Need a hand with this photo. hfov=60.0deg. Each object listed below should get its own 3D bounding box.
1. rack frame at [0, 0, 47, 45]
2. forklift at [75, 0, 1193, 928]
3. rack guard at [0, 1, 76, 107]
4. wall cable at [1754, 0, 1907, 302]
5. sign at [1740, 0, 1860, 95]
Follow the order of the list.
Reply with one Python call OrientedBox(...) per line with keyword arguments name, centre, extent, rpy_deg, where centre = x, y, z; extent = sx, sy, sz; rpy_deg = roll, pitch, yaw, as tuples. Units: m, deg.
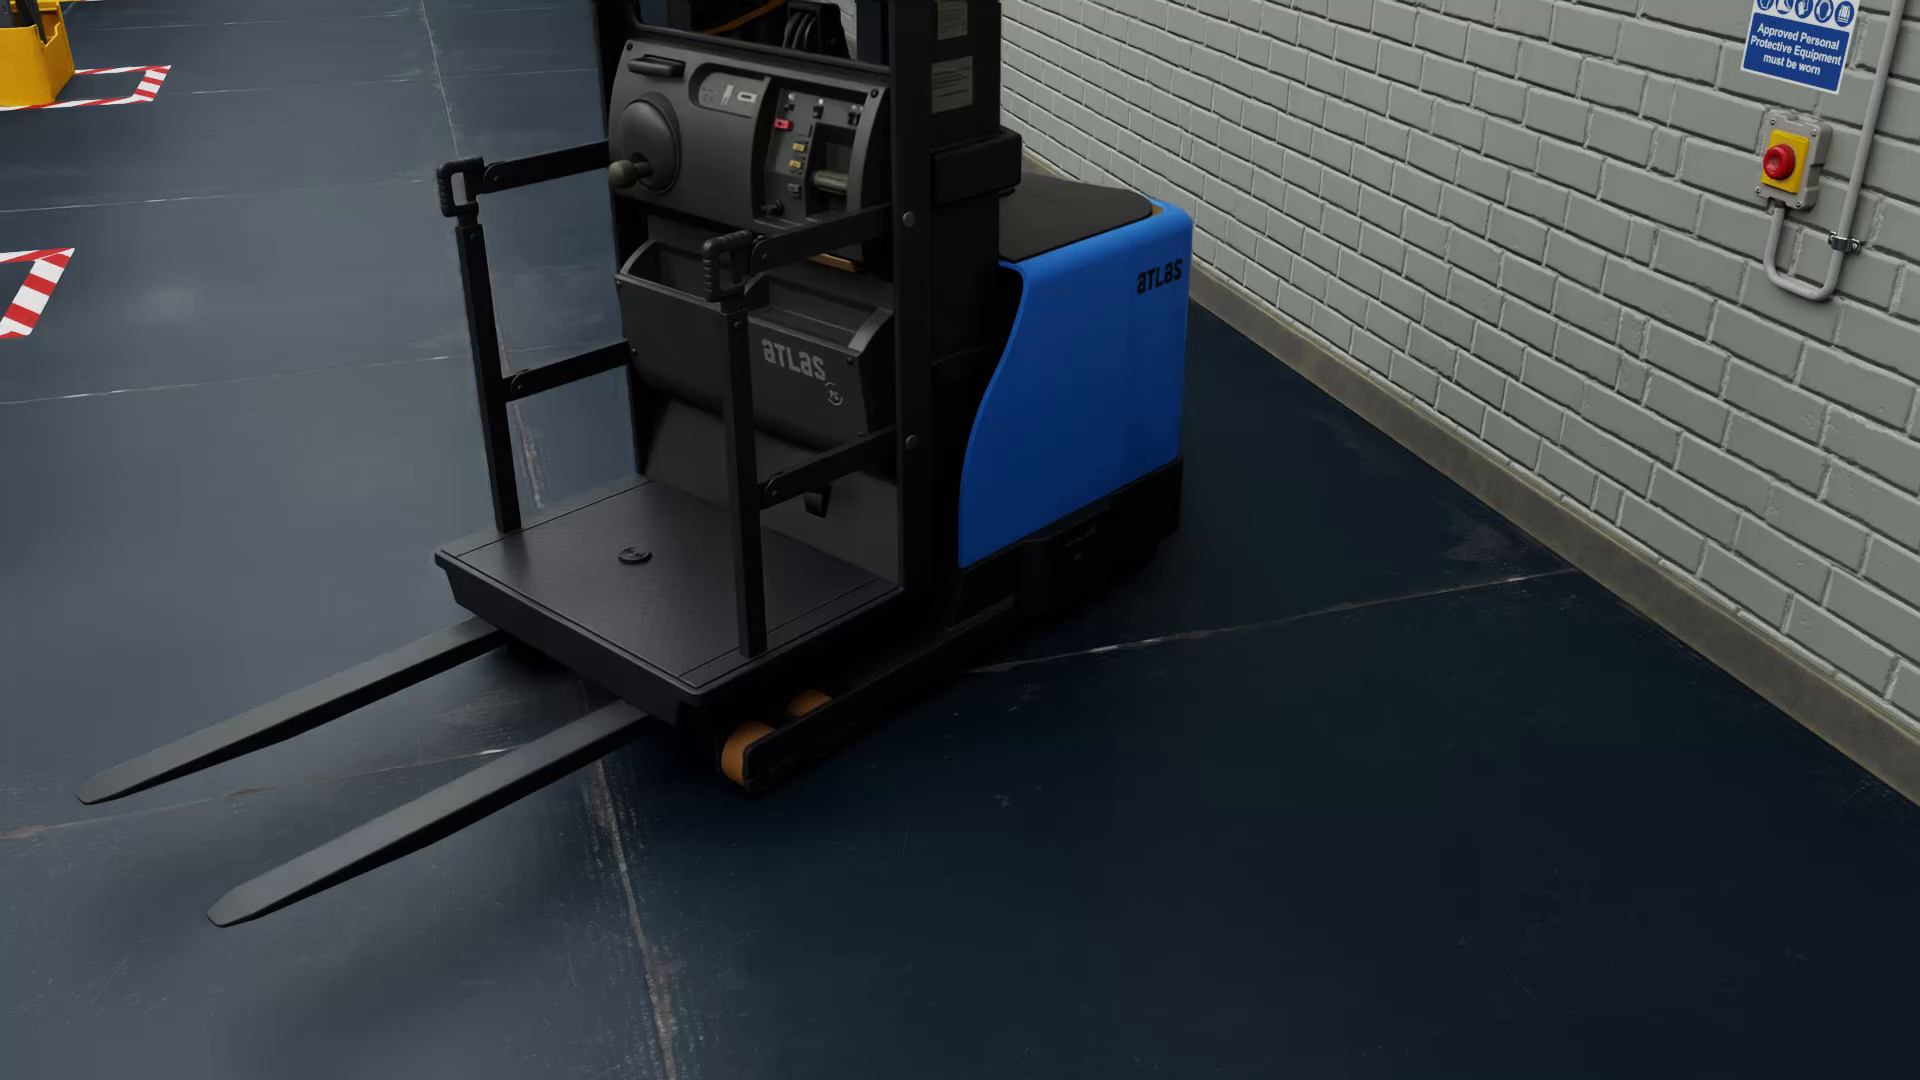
OrientedBox(name="rack frame", centre=(-6.436, -4.475, 10.890), extent=(0.127, 3.000, 1.000), rpy_deg=(-8, 28, -16))
OrientedBox(name="forklift", centre=(-0.676, -0.960, 3.888), extent=(1.130, 2.935, 3.031), rpy_deg=(22, 34, 37))
OrientedBox(name="rack guard", centre=(-6.413, -3.358, 11.453), extent=(0.348, 0.500, 1.175), rpy_deg=(-8, 28, -16))
OrientedBox(name="wall cable", centre=(1.987, -1.540, 3.801), extent=(0.123, 1.953, 0.585), rpy_deg=(-8, 28, -16))
OrientedBox(name="sign", centre=(2.031, -1.221, 4.032), extent=(0.001, 0.218, 0.327), rpy_deg=(-8, 28, -16))
